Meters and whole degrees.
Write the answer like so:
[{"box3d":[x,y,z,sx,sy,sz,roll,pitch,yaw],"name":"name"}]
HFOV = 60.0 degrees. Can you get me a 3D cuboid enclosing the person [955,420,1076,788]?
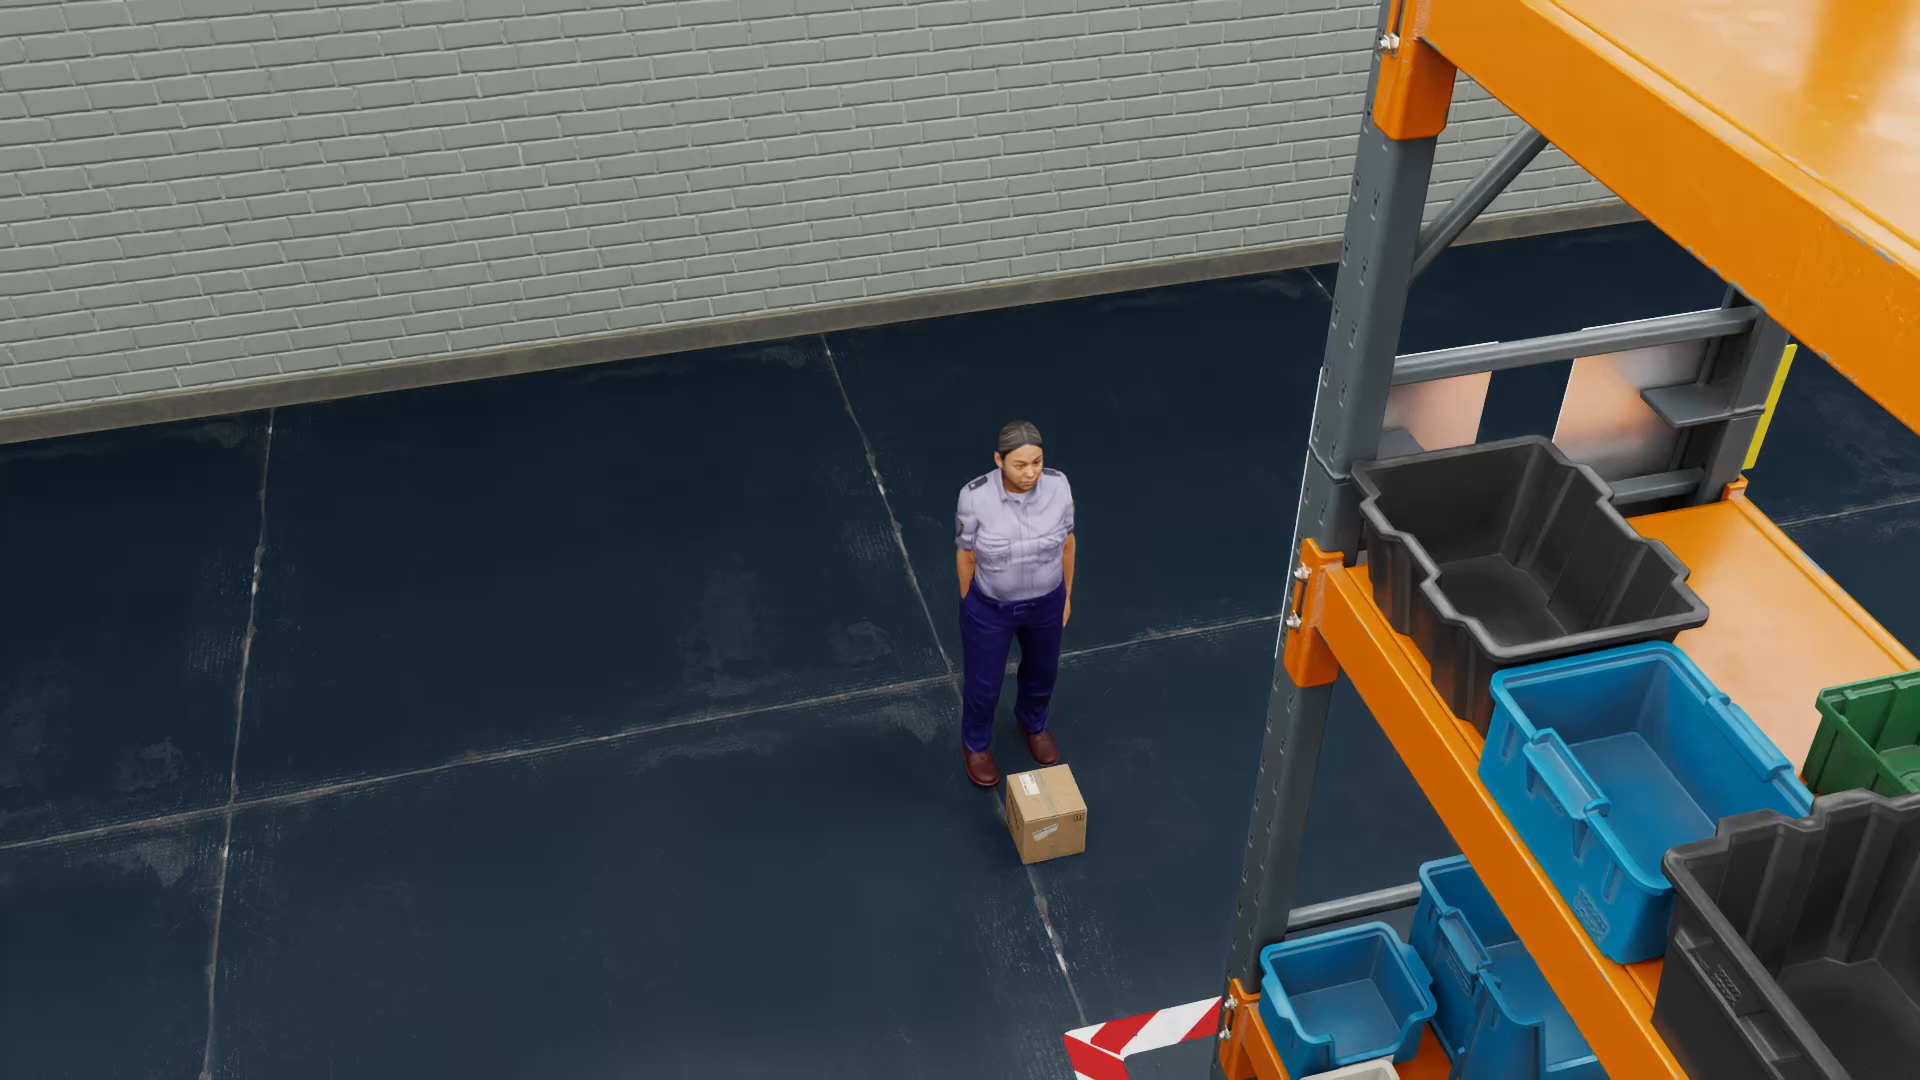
[{"box3d":[0.221,0.253,6.420,0.465,1.657,0.359,-9,39,-11],"name":"person"}]
